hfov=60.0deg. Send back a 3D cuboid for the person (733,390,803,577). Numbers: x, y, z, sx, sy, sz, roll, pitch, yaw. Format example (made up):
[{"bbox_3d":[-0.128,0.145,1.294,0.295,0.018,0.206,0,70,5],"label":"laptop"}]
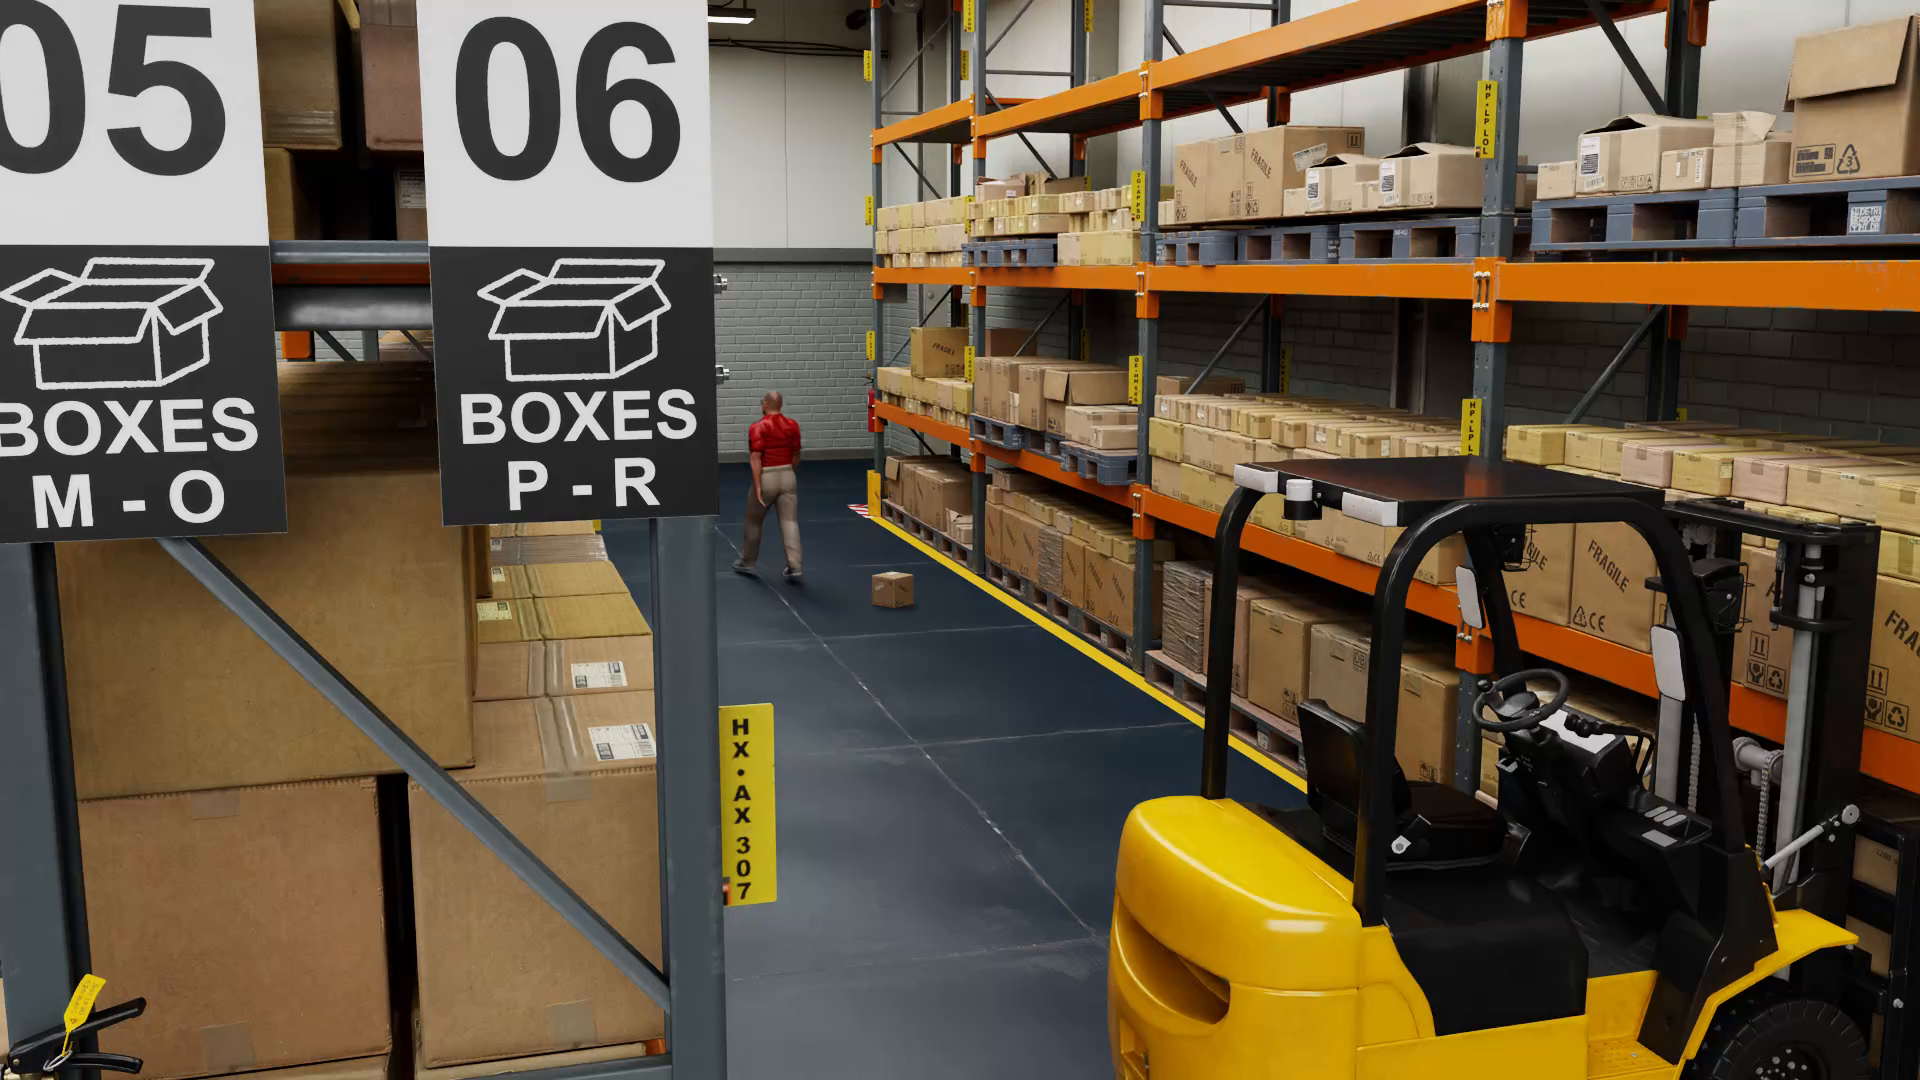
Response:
[{"bbox_3d":[-1.721,-0.526,15.095,0.550,1.674,0.986,-5,11,-30],"label":"person"}]
